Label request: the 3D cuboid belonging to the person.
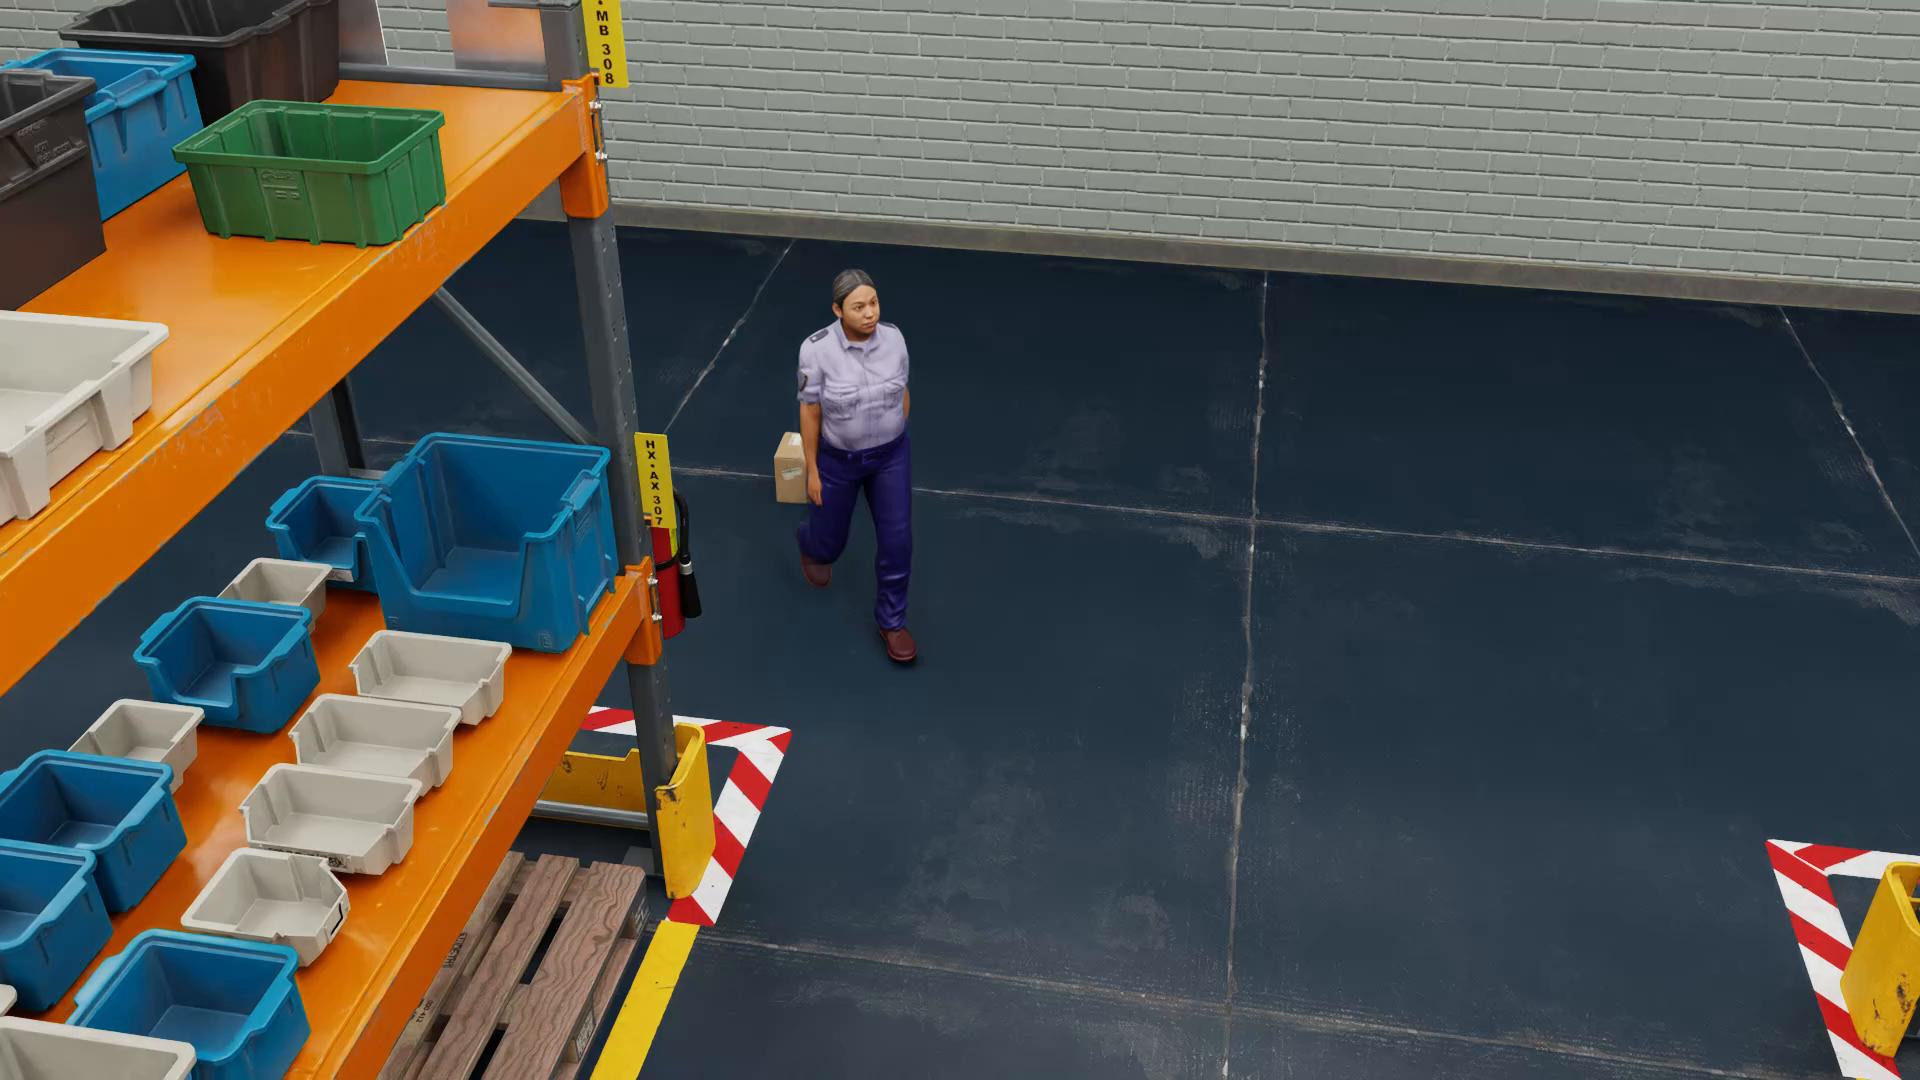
[{"bbox_3d":[-0.421,-0.355,6.687,0.473,1.615,0.807,-12,35,-18],"label":"person"}]
